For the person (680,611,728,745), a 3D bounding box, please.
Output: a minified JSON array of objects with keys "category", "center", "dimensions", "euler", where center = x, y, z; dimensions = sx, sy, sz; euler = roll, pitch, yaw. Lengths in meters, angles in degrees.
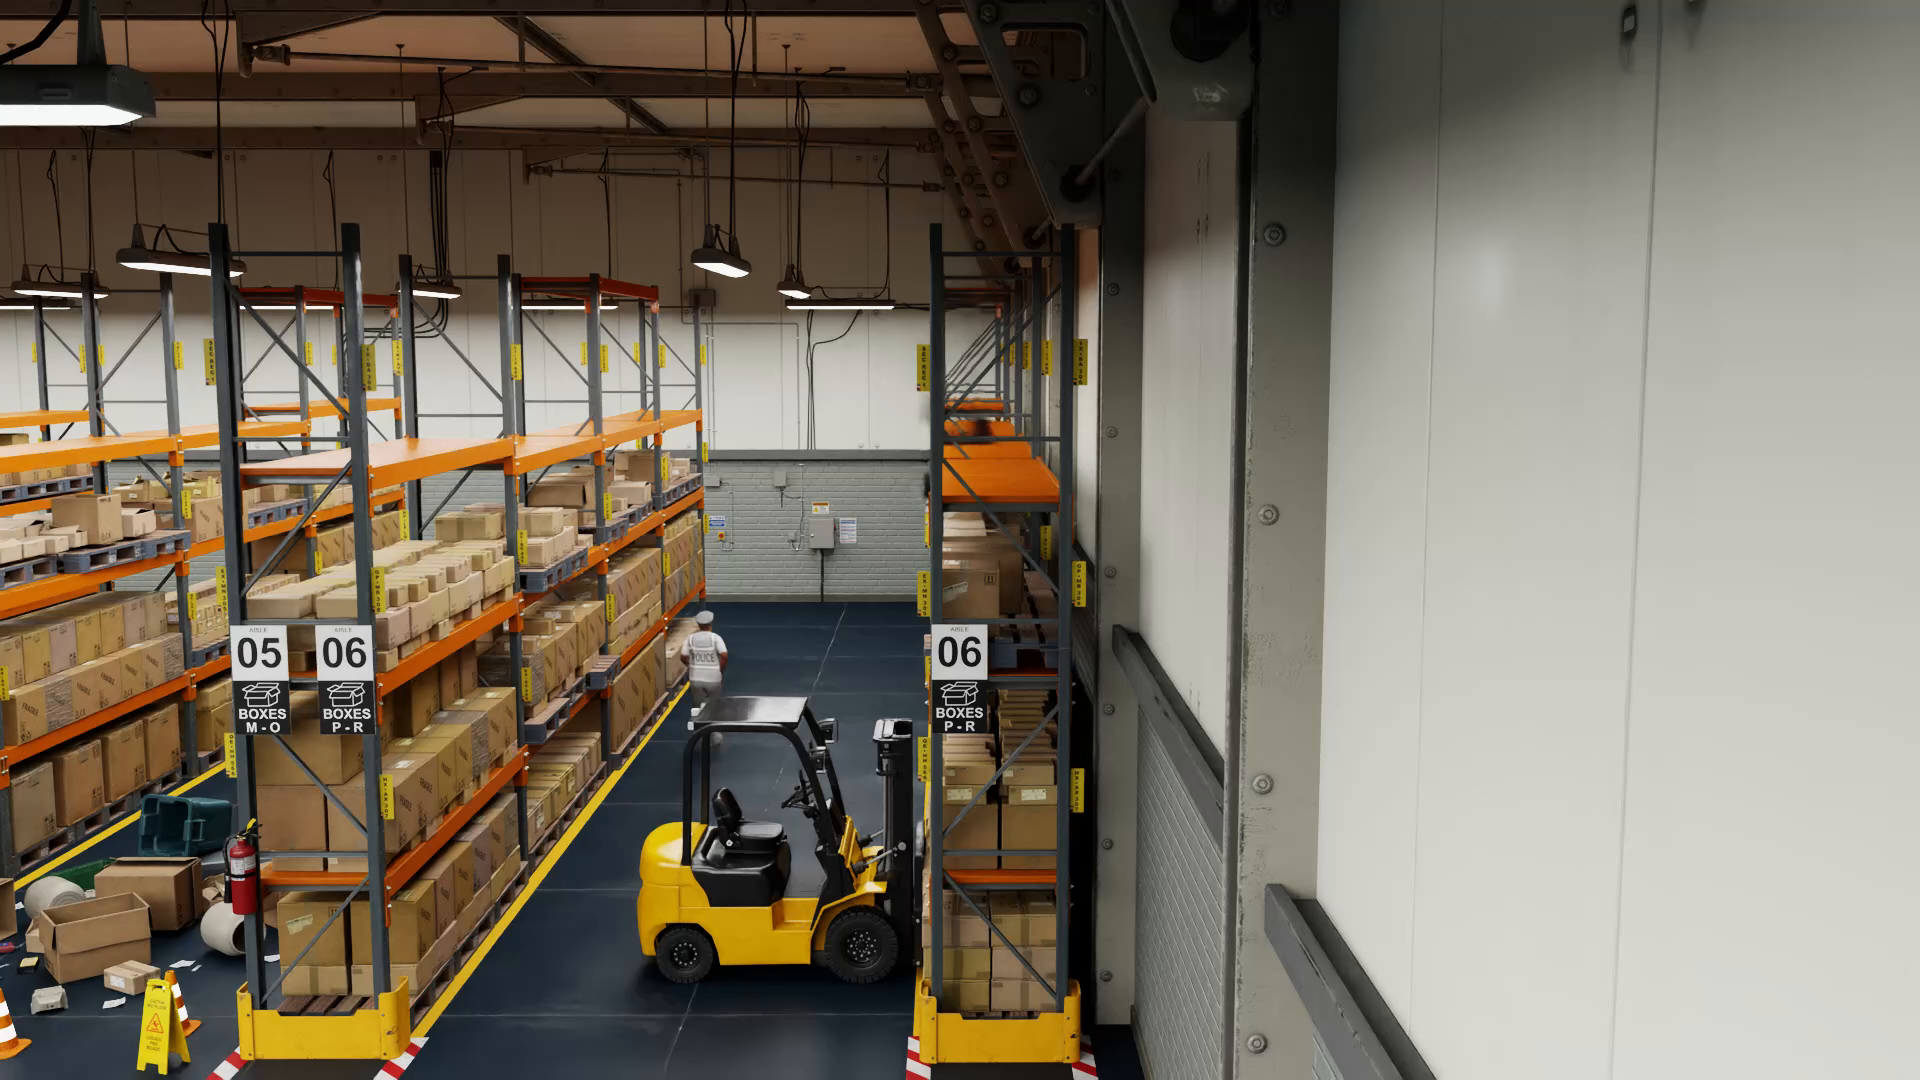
[{"category":"person","center":[-3.292,1.786,21.572],"dimensions":[0.643,1.745,0.602],"euler":[0,7,-1]}]
